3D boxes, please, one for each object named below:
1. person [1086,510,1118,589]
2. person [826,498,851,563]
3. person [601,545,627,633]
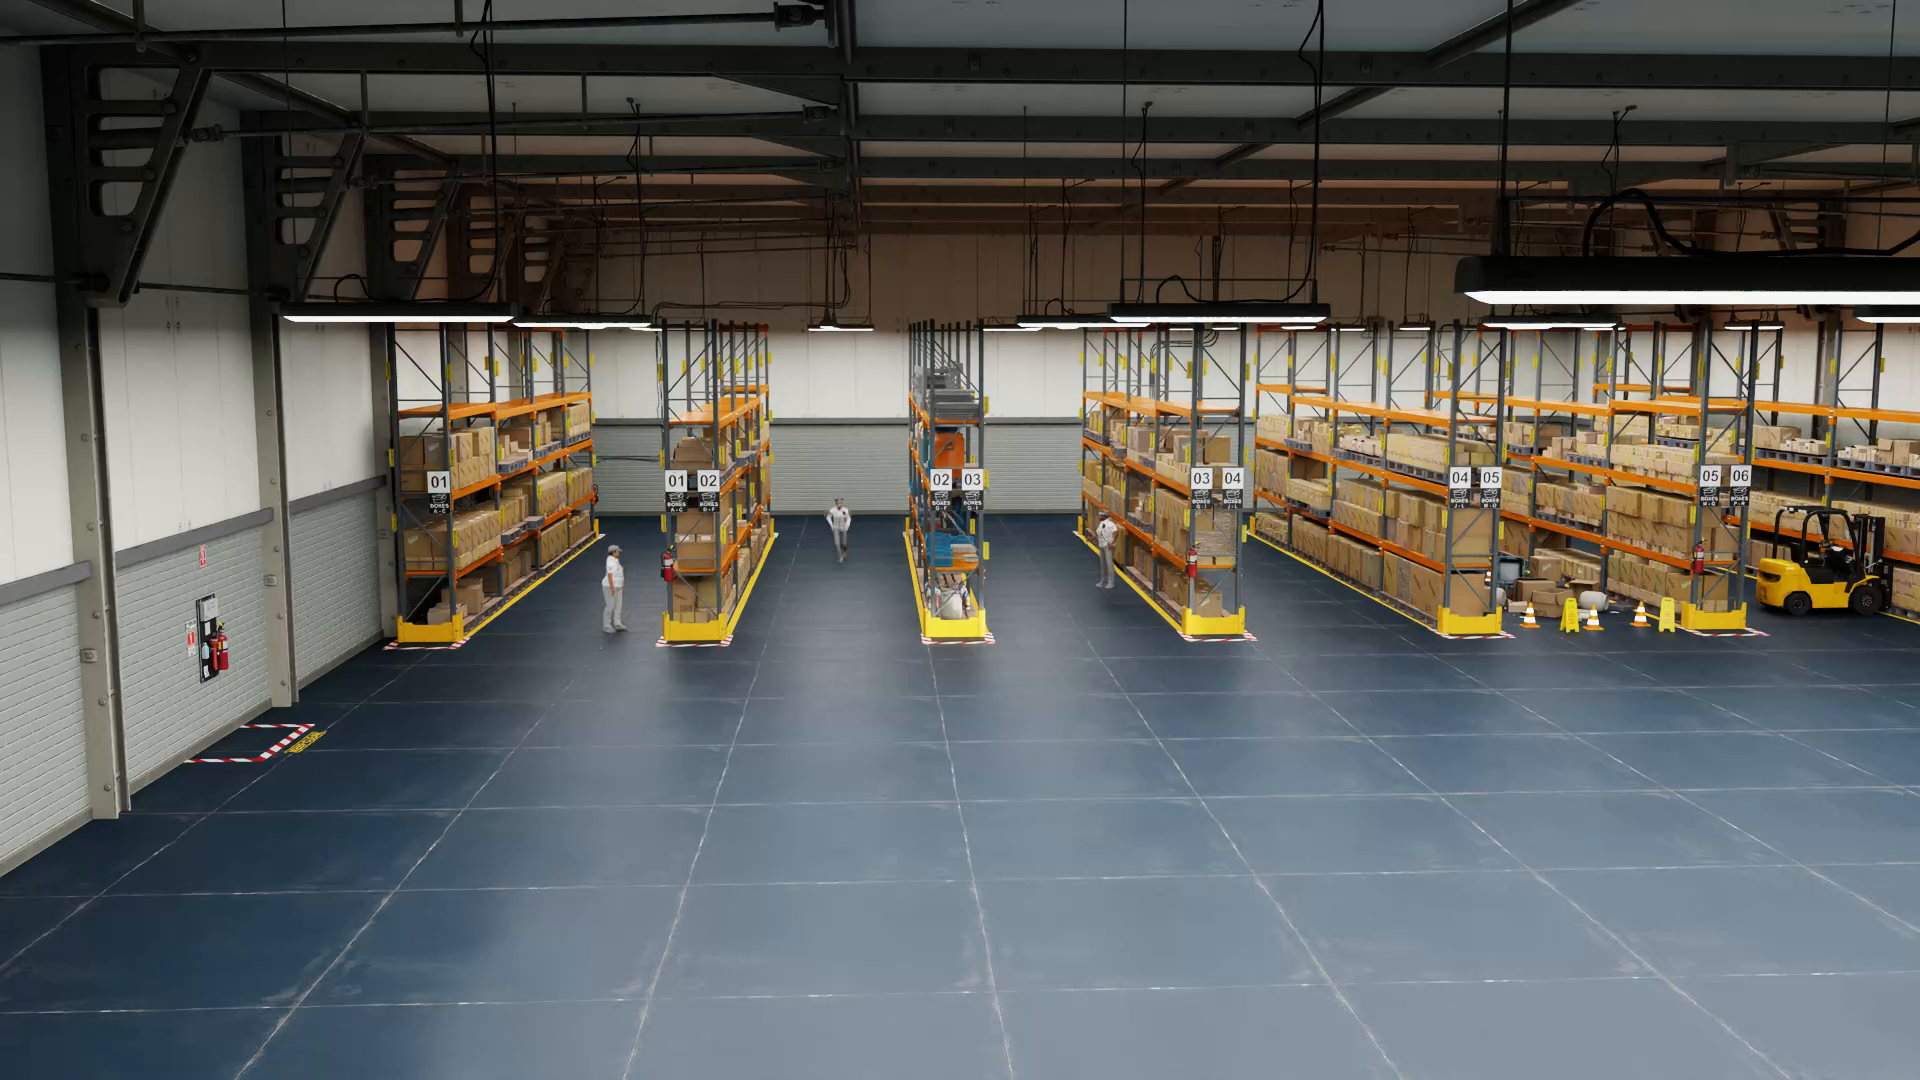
[{"bbox_3d":[3.044,0.200,35.821,0.600,1.698,0.645,-3,8,-25],"label":"person"},{"bbox_3d":[-3.070,-0.263,42.020,0.608,1.635,0.564,0,7,1],"label":"person"},{"bbox_3d":[-6.721,0.934,32.258,0.437,1.681,0.534,1,7,12],"label":"person"}]
